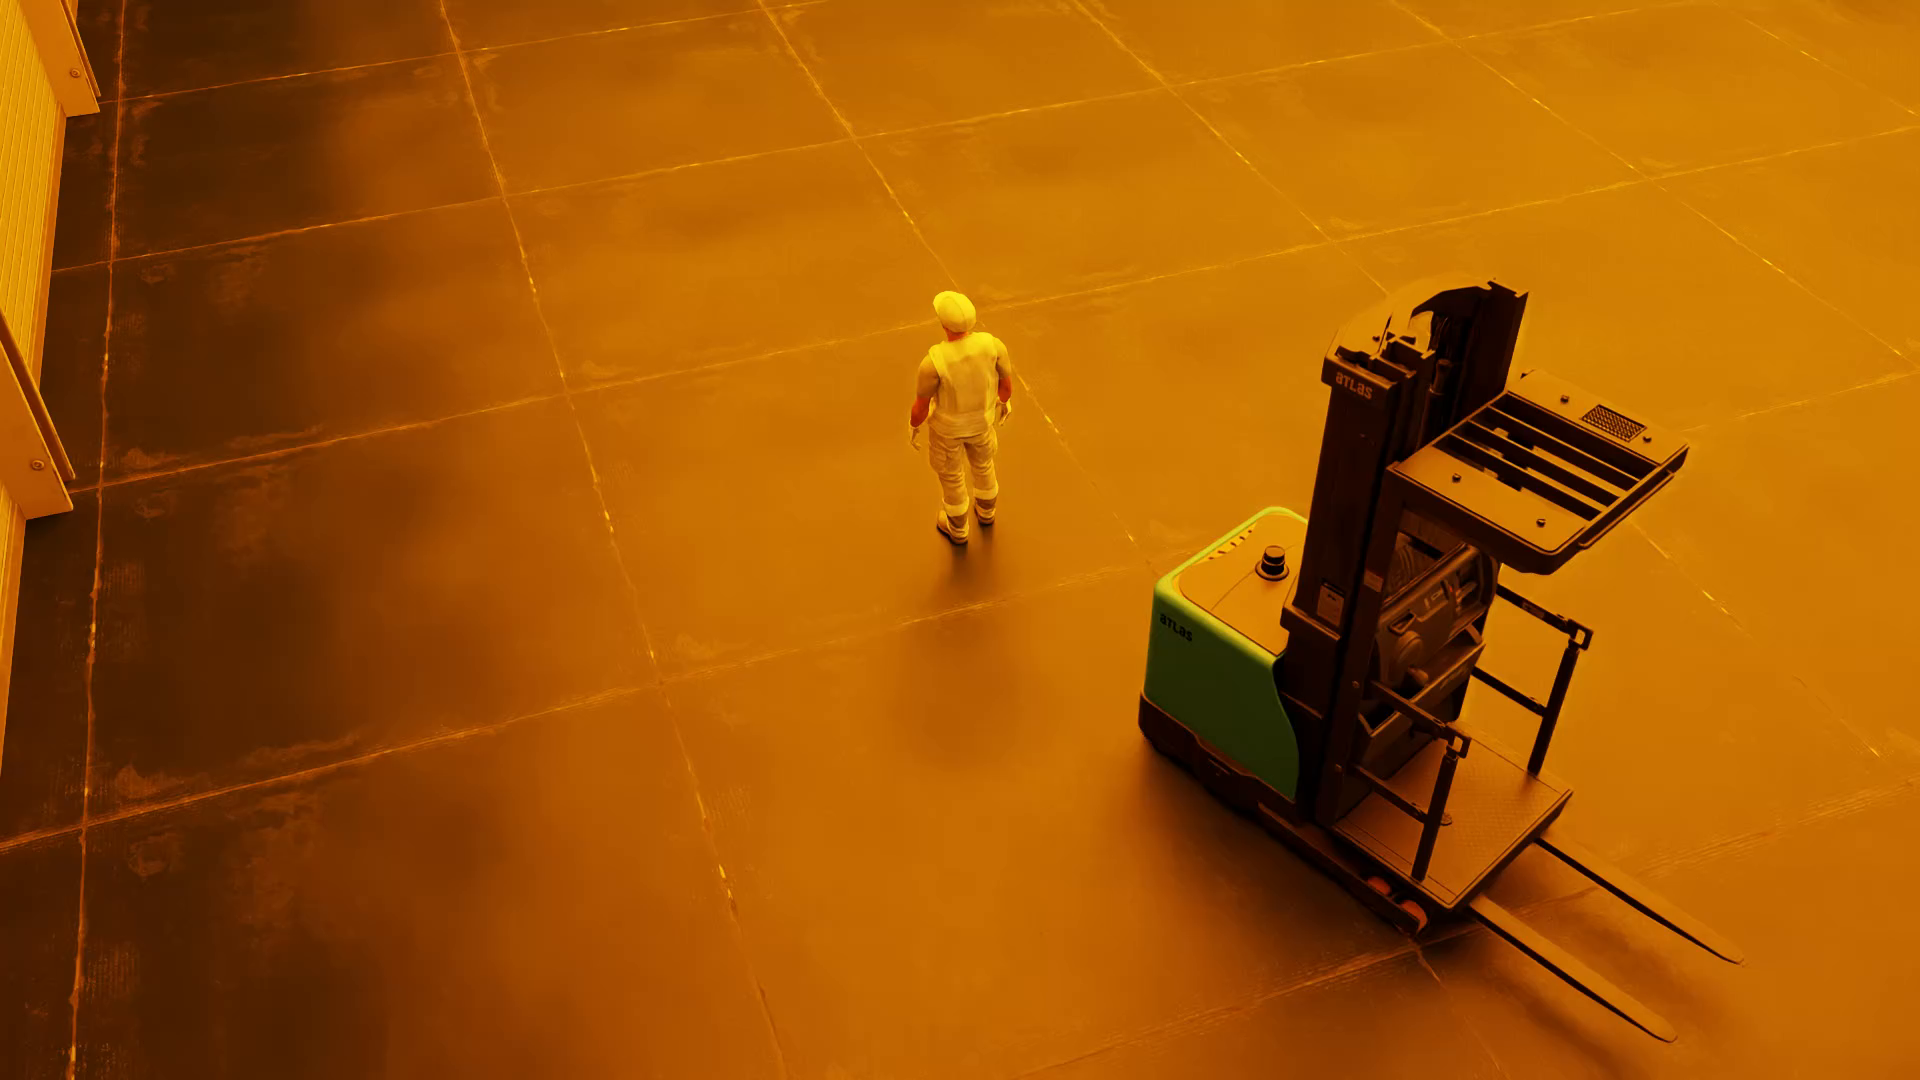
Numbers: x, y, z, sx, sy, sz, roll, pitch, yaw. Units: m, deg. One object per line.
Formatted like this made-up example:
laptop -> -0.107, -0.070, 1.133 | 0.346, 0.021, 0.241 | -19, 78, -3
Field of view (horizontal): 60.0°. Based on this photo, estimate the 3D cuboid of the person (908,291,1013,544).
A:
person -> -0.016, -0.742, 9.756 | 0.637, 1.787, 0.564 | -13, 42, -15

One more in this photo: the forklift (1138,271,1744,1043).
forklift -> 2.333, 0.400, 7.520 | 1.130, 2.935, 3.031 | -31, 49, -31
